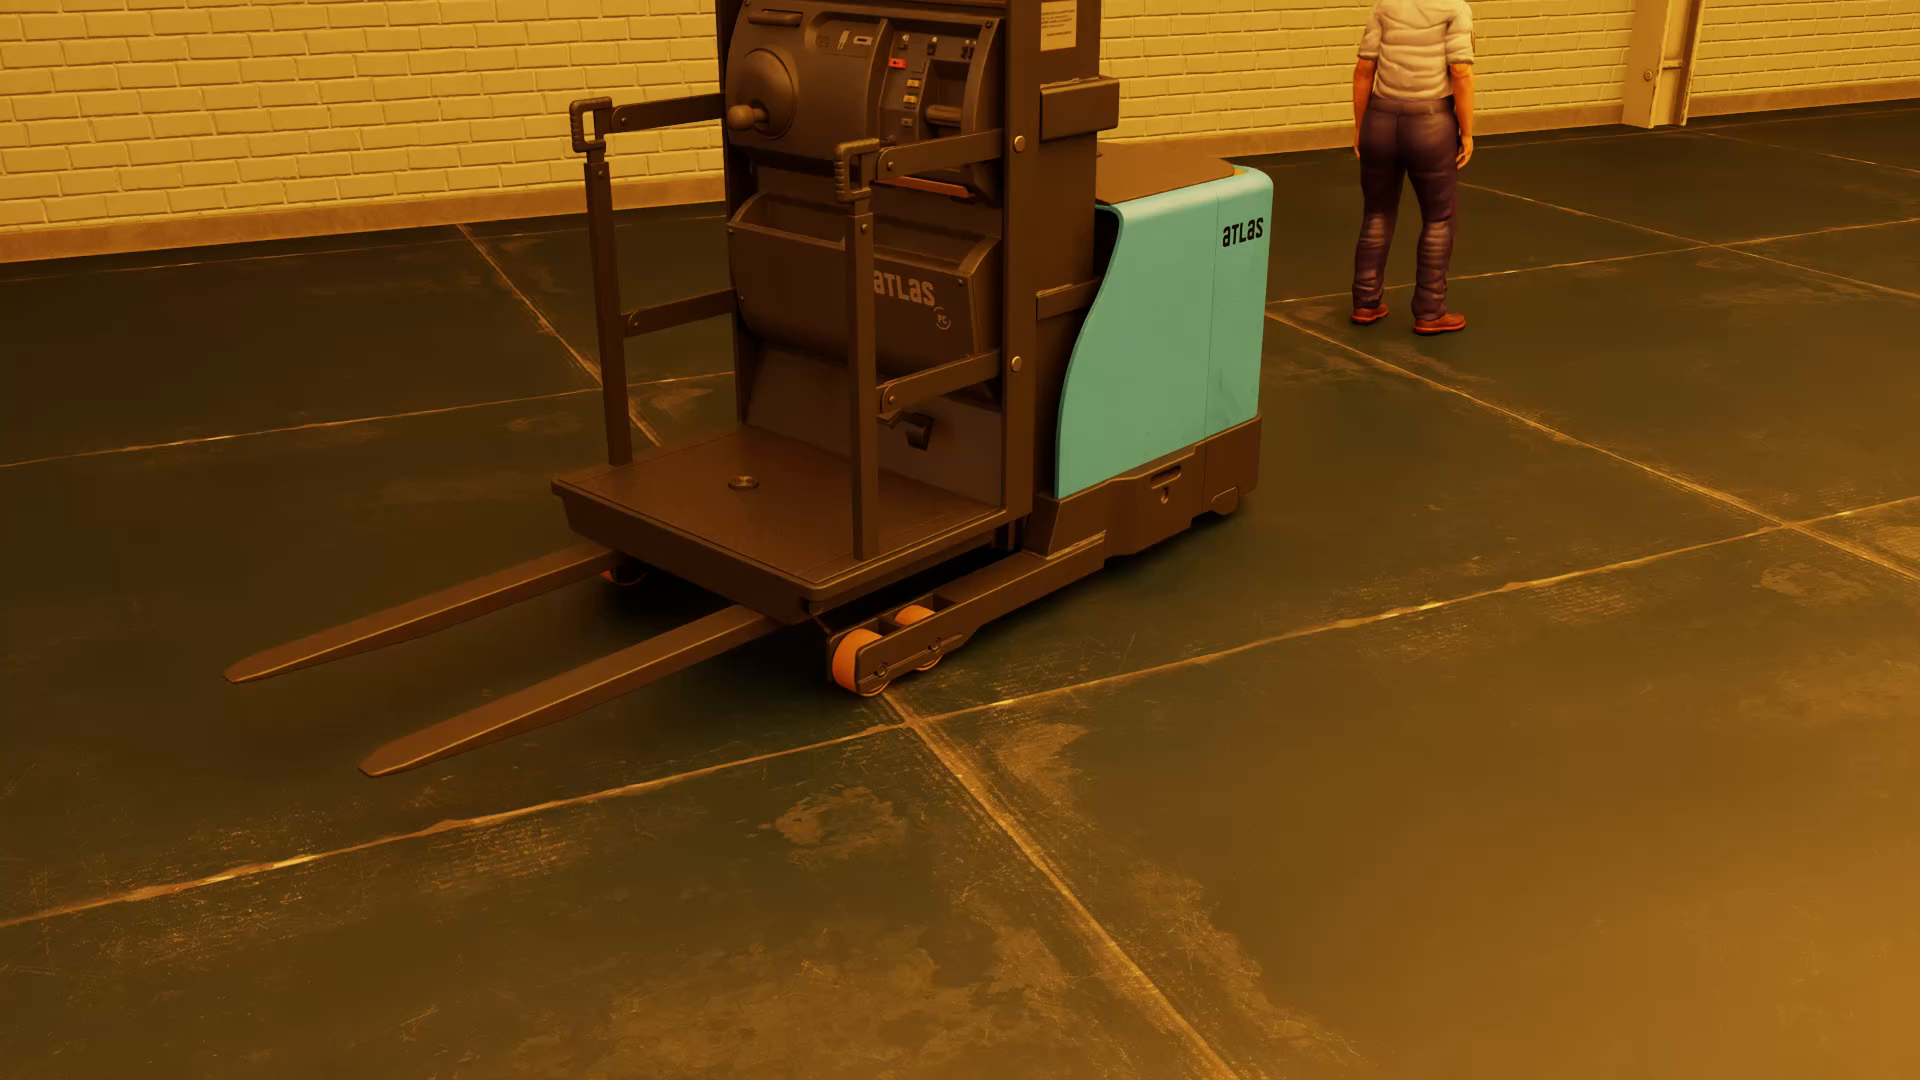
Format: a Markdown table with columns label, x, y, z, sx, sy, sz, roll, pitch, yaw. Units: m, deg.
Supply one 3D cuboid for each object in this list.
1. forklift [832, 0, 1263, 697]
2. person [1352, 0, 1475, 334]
| label | x | y | z | sx | sy | sz | roll | pitch | yaw |
| --- | --- | --- | --- | --- | --- | --- | --- | --- | --- |
| forklift | -0.416 | -1.183 | 4.134 | 1.121 | 2.935 | 3.031 | 19 | 29 | 39 |
| person | 1.942 | -1.725 | 7.112 | 0.559 | 1.651 | 0.375 | 15 | 27 | 33 |
